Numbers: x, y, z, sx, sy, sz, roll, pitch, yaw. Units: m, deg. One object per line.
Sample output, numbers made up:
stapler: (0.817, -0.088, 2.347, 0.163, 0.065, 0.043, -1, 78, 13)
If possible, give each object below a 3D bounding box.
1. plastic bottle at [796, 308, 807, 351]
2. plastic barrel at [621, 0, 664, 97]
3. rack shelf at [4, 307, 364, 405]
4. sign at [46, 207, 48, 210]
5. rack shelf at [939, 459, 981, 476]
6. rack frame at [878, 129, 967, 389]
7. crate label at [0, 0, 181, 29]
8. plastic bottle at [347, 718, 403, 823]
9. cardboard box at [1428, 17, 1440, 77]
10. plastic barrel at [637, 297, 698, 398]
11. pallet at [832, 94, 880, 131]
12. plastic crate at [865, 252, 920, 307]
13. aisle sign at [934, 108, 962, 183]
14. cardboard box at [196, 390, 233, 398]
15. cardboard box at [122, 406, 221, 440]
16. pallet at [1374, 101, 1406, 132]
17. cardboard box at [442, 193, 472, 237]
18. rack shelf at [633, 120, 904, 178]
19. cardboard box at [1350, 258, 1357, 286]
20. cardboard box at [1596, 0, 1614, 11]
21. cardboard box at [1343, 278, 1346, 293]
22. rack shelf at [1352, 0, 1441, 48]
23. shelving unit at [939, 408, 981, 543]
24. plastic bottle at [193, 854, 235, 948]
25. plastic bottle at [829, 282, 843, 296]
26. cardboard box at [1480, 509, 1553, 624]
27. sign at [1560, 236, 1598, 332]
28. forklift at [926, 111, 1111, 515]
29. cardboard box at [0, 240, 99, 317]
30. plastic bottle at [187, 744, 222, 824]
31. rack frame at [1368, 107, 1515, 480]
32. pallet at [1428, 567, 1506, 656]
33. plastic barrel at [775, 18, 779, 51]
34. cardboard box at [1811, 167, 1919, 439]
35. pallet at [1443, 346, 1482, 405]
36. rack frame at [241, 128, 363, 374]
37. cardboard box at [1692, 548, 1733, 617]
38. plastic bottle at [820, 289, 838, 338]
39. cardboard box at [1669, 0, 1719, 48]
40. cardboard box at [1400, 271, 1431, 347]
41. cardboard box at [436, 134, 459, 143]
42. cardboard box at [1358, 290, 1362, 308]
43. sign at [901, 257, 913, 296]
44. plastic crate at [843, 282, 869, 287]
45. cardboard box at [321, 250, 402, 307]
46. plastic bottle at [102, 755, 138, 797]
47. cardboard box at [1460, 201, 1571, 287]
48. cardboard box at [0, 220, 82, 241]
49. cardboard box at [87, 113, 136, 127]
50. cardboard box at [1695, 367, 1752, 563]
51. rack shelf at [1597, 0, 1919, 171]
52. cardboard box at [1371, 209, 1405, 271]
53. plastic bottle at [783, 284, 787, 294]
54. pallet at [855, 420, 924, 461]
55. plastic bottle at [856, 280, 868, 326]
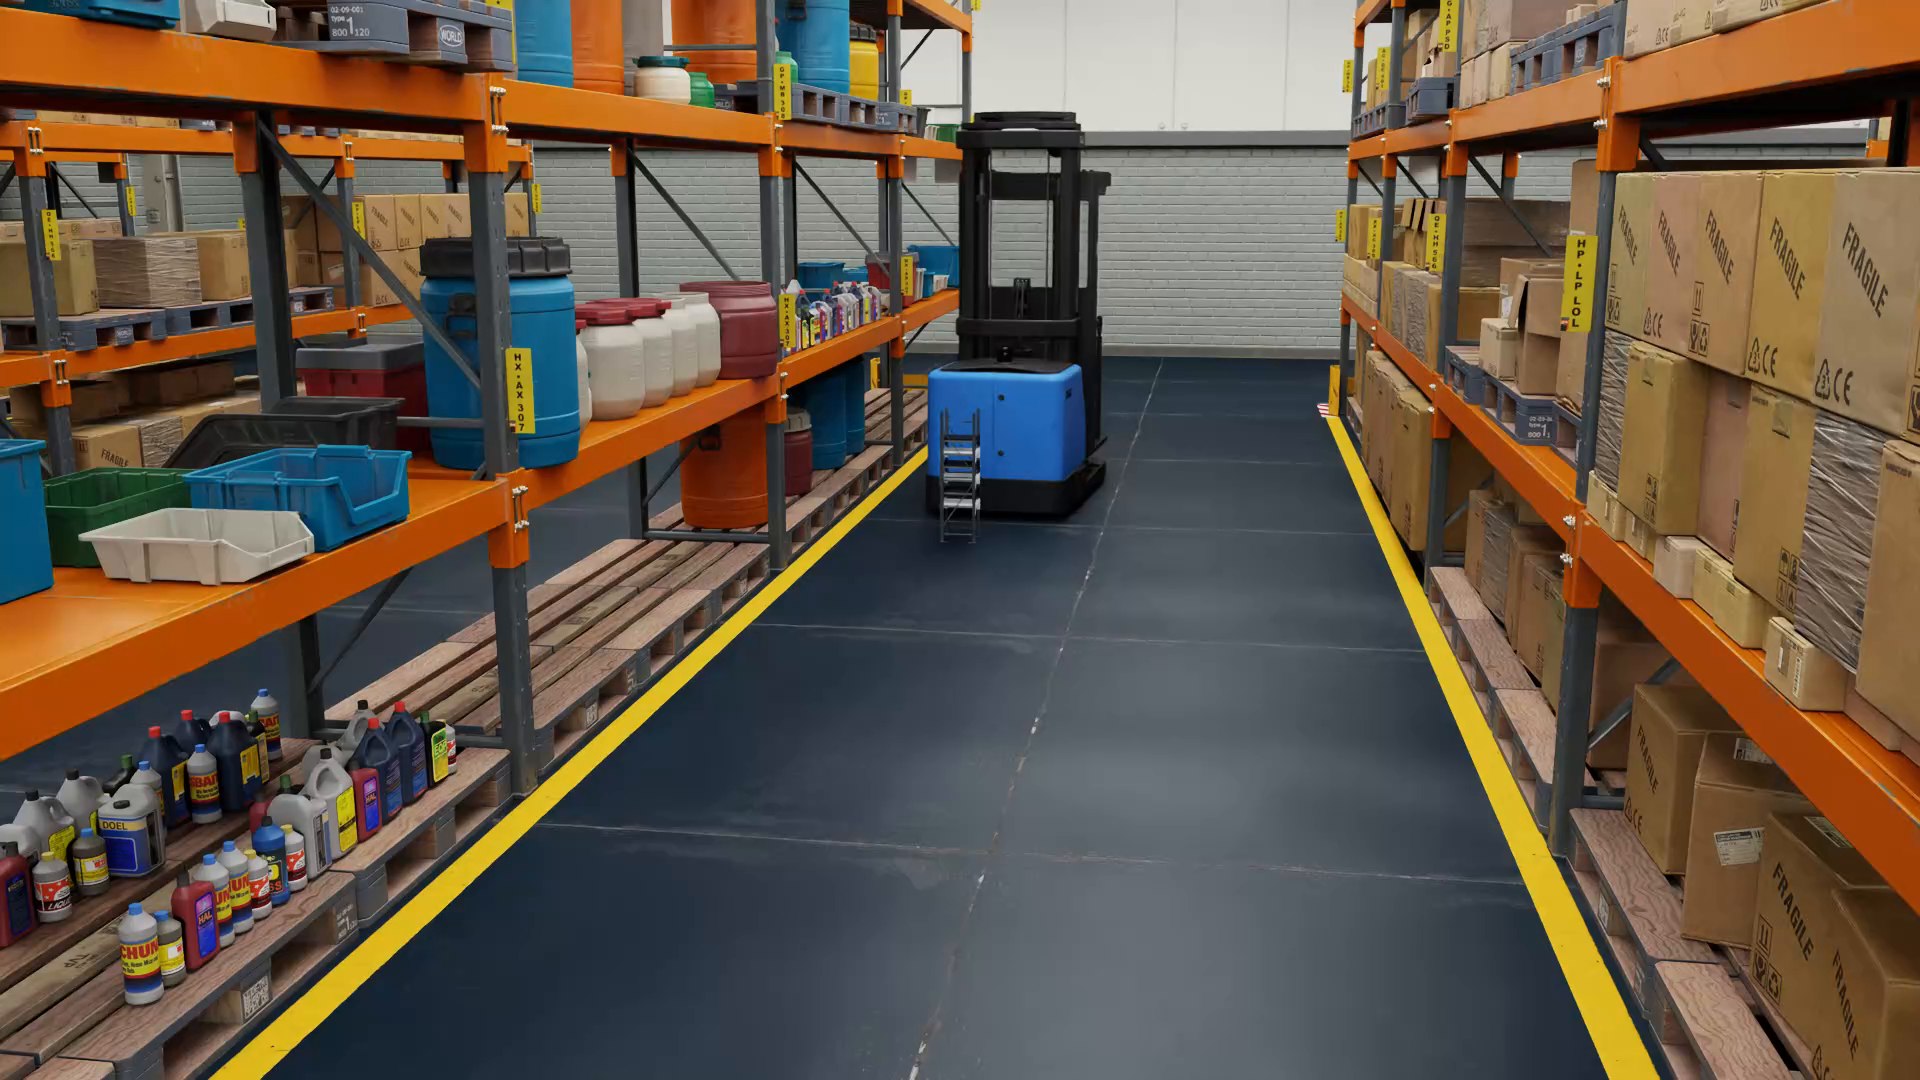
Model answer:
plastic bottle: (-1.086, -1.433, 11.300, 0.061, 0.283, 0.133, 2, 12, 9)
plastic barrel: (-1.950, -2.835, 9.220, 0.600, 0.901, 0.600, 0, 12, 0)
rack shelf: (-6.195, -1.514, 13.105, 1.077, 0.370, 4.000, 2, 12, 9)
sign: (-10.715, -3.755, 19.556, 0.100, 0.325, 0.005, 2, 12, 9)
rack shelf: (0.001, -0.497, 11.394, 0.258, 0.077, 0.200, 2, 12, 9)
rack frame: (-0.379, -2.953, 18.077, 1.000, 3.000, 0.127, 2, 12, 9)
crate label: (-2.225, -1.395, 4.080, 0.502, 0.251, 0.408, 2, 12, 9)
plastic bottle: (-2.068, 0.808, 5.868, 0.144, 0.351, 0.185, 1, 12, 6)
cardboard box: (3.578, -3.275, 11.210, 0.797, 0.503, 0.637, 2, 12, 8)
plastic barrel: (-1.621, -1.034, 8.905, 0.421, 0.512, 0.421, 0, 12, 0)
pallet: (-1.189, -3.092, 12.049, 1.003, 0.211, 1.213, 2, 12, 9)
plastic crate: (-0.609, -2.359, 15.025, 0.402, 0.464, 0.583, 2, 12, 9)
aisle sign: (-0.078, -4.230, 17.828, 0.394, 0.787, 0.004, 2, 12, 9)
cardboard box: (-6.358, -0.967, 13.749, 0.500, 0.500, 0.500, 2, 12, 9)
cardboard box: (-5.994, -0.741, 12.702, 0.500, 0.500, 0.500, 2, 12, 8)
pallet: (4.036, -3.553, 13.950, 1.003, 0.211, 1.213, 2, 12, 9)
cardboard box: (-5.221, -3.337, 17.248, 0.500, 0.500, 0.500, 2, 12, 10)
rack shelf: (-1.302, -2.819, 12.041, 1.077, 0.370, 4.000, 2, 12, 9)
cardboard box: (4.020, -2.561, 15.906, 0.500, 0.250, 0.500, 1, 12, 7)
cardboard box: (2.984, -2.308, 6.719, 0.797, 0.503, 0.637, 2, 12, 11)
cardboard box: (4.135, -2.607, 17.065, 0.380, 0.149, 0.250, 2, 12, 9)
rack shelf: (4.208, -4.762, 14.886, 1.077, 0.370, 4.000, 2, 12, 9)
shelving unit: (0.001, -0.442, 11.406, 0.258, 0.900, 0.210, 2, 12, 9)
plastic bottle: (-2.200, 1.057, 4.899, 0.097, 0.271, 0.097, 0, 12, 0)
plastic bottle: (-0.983, -1.861, 13.124, 0.144, 0.351, 0.185, 2, 12, 9)
cardboard box: (3.129, 0.135, 8.634, 0.700, 0.500, 0.500, 1, 12, 4)
sign: (2.121, -0.878, 5.699, 0.100, 0.325, 0.005, 2, 12, 9)
forklift: (0.587, -1.882, 13.271, 1.130, 2.935, 3.031, 3, 12, 13)
cardboard box: (-6.518, -1.838, 11.668, 0.700, 0.500, 0.500, -2, 12, -10)
plastic bottle: (-2.662, 0.852, 5.851, 0.097, 0.271, 0.097, 0, 12, 0)
rack frame: (3.900, -1.960, 13.468, 1.000, 3.000, 0.127, 2, 12, 9)
pallet: (3.163, 0.398, 9.144, 1.003, 0.211, 1.213, 2, 12, 9)
plastic barrel: (-1.485, -3.400, 11.710, 0.433, 0.535, 0.433, 0, 12, 0)
cardboard box: (2.046, -0.476, 3.265, 0.500, 0.500, 0.500, 2, 12, 9)
pallet: (3.281, -0.882, 8.921, 1.213, 0.211, 1.003, 2, 12, 9)
rack frame: (-5.888, -2.282, 14.961, 1.000, 3.000, 0.127, 2, 12, 9)
cardboard box: (2.171, 0.124, 4.394, 0.380, 0.149, 0.250, 2, 12, 9)
plastic bottle: (-0.981, -1.665, 12.217, 0.144, 0.351, 0.185, 2, 12, 9)
cardboard box: (2.271, -1.492, 4.533, 0.500, 0.250, 0.500, 2, 12, 8)
cardboard box: (3.354, -1.605, 11.582, 0.500, 0.500, 0.500, 2, 12, 10)
cardboard box: (-5.336, -4.080, 16.542, 0.500, 0.250, 0.500, 2, 12, 9)
cardboard box: (3.821, -2.179, 15.080, 0.380, 0.149, 0.250, 2, 12, 8)
sign: (-0.451, -2.238, 14.099, 0.100, 0.325, 0.005, 2, 12, 9)
plastic crate: (-1.023, -2.393, 15.962, 0.293, 0.136, 0.466, 2, 12, 9)
cardboard box: (-5.540, -2.428, 15.402, 0.500, 0.500, 0.500, 2, 12, 10)
plastic bottle: (-2.854, 0.884, 5.673, 0.061, 0.283, 0.133, 2, 12, 11)
cardboard box: (3.413, -1.818, 10.192, 0.797, 0.503, 0.637, 2, 12, 11)
cardboard box: (-10.337, -3.163, 18.336, 0.980, 0.700, 0.700, 2, 12, 8)
cardboard box: (-6.391, -3.162, 11.690, 0.910, 0.500, 0.500, 2, 12, 9)
cardboard box: (2.450, -0.187, 4.298, 0.875, 0.500, 0.500, 2, 12, 9)
rack shelf: (2.362, -0.993, 3.569, 1.077, 0.370, 4.000, 2, 12, 9)
cardboard box: (3.707, -2.503, 13.858, 0.500, 0.500, 0.500, 2, 12, 10)
plastic bottle: (-1.472, -2.001, 13.935, 0.061, 0.283, 0.133, 2, 12, 9)
pallet: (-0.919, -0.912, 15.223, 1.003, 0.211, 1.213, 2, 12, 9)
plastic bottle: (-0.812, -1.895, 13.281, 0.144, 0.351, 0.185, 2, 12, 9)
